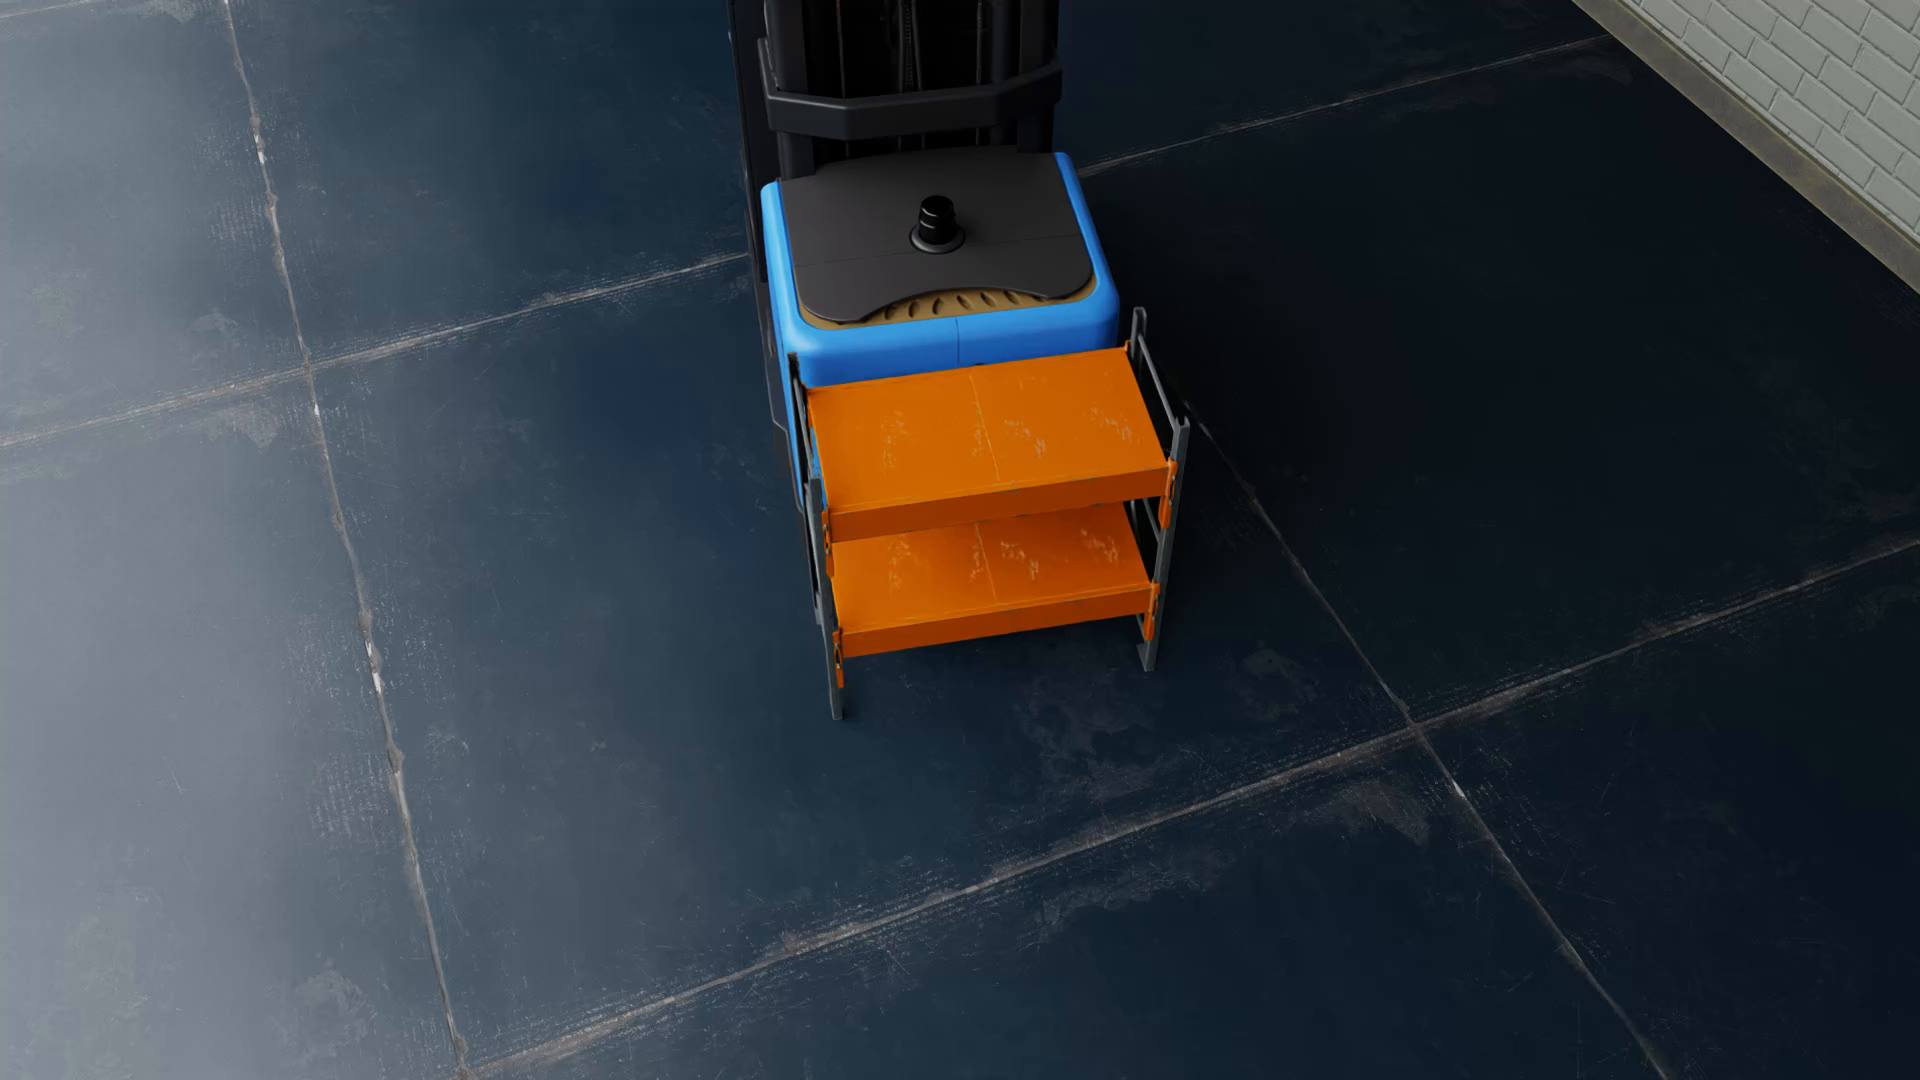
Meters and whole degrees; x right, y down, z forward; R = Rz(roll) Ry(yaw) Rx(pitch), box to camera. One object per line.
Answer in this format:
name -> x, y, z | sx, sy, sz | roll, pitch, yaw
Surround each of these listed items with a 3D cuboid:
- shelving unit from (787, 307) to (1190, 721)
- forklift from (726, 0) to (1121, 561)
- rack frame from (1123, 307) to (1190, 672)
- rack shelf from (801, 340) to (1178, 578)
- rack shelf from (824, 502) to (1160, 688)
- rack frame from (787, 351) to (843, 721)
shelving unit -> 0.068, -0.054, 5.055 | 1.048, 1.125, 0.538 | -8, 50, -7
forklift -> -0.258, -1.997, 5.533 | 1.130, 2.935, 3.031 | -7, 50, -6
rack frame -> 0.567, -0.127, 5.117 | 0.032, 1.125, 0.500 | -8, 50, -7
rack shelf -> 0.068, -0.245, 4.833 | 1.000, 0.278, 0.538 | -8, 50, -7
rack shelf -> 0.068, 0.105, 5.241 | 1.000, 0.278, 0.538 | -8, 50, -7
rack frame -> -0.431, 0.018, 4.993 | 0.032, 1.125, 0.500 | -8, 50, -7
